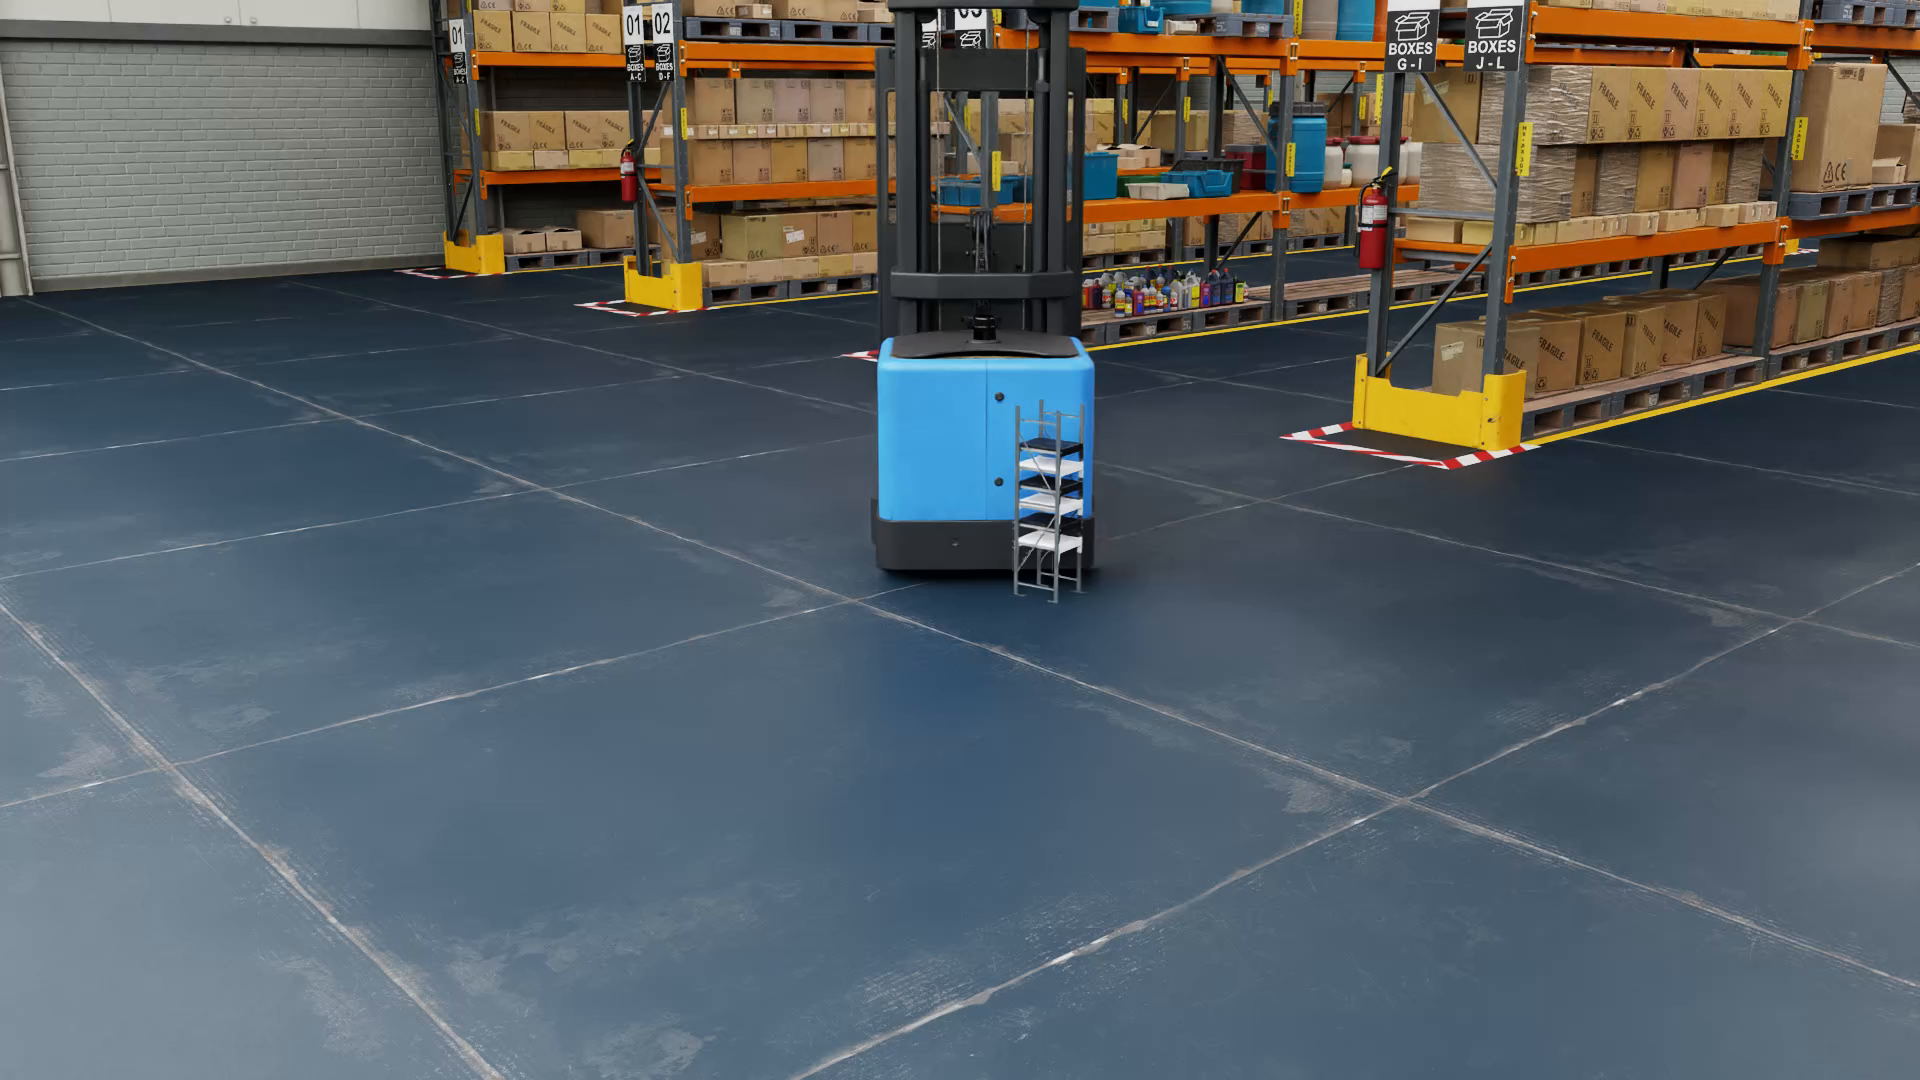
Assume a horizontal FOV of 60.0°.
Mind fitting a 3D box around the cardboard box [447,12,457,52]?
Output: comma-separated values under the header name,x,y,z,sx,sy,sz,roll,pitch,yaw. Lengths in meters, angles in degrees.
name,x,y,z,sx,sy,sz,roll,pitch,yaw
cardboard box,-6.403,-6.677,21.890,0.500,0.500,0.500,-11,18,-35

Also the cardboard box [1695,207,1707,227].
name,x,y,z,sx,sy,sz,roll,pitch,yaw
cardboard box,5.438,-2.468,12.663,0.250,0.149,0.380,-13,19,-39

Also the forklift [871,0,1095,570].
name,x,y,z,sx,sy,sz,roll,pitch,yaw
forklift,0.101,-1.596,9.045,1.130,2.935,3.031,0,15,-1

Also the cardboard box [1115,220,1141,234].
name,x,y,z,sx,sy,sz,roll,pitch,yaw
cardboard box,2.117,-4.361,22.691,0.500,0.311,0.500,-13,20,-40

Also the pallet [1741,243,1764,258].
name,x,y,z,sx,sy,sz,roll,pitch,yaw
pallet,11.374,-4.352,24.635,1.213,0.211,1.003,-13,19,-39

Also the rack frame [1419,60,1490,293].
name,x,y,z,sx,sy,sz,roll,pitch,yaw
rack frame,5.987,-4.477,19.696,0.127,3.000,1.000,-13,19,-39

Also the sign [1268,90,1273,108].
name,x,y,z,sx,sy,sz,roll,pitch,yaw
sign,5.864,-8.326,31.406,0.005,0.325,0.100,-13,19,-39

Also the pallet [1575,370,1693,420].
name,x,y,z,sx,sy,sz,roll,pitch,yaw
pallet,4.816,-1.159,12.680,1.213,0.211,1.003,-13,19,-39

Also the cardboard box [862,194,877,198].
name,x,y,z,sx,sy,sz,roll,pitch,yaw
cardboard box,-1.497,-5.556,26.276,0.500,0.250,0.500,-12,19,-38

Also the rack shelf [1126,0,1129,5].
name,x,y,z,sx,sy,sz,roll,pitch,yaw
rack shelf,4.010,-9.779,30.092,4.000,0.370,1.077,-13,19,-39

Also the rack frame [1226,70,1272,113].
name,x,y,z,sx,sy,sz,roll,pitch,yaw
rack frame,5.518,-7.760,31.991,0.127,3.000,1.000,-13,19,-39

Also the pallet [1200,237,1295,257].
name,x,y,z,sx,sy,sz,roll,pitch,yaw
pallet,4.246,-4.419,24.884,1.213,0.211,1.003,-13,19,-39

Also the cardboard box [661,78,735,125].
name,x,y,z,sx,sy,sz,roll,pitch,yaw
cardboard box,-2.897,-4.847,18.375,0.500,0.500,0.700,-13,19,-39

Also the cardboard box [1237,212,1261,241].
name,x,y,z,sx,sy,sz,roll,pitch,yaw
cardboard box,4.042,-4.642,24.306,0.500,0.500,0.500,-13,20,-40

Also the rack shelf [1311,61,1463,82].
name,x,y,z,sx,sy,sz,roll,pitch,yaw
rack shelf,7.264,-7.560,26.820,4.000,0.370,1.077,-13,19,-39

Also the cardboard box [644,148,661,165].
name,x,y,z,sx,sy,sz,roll,pitch,yaw
cardboard box,-4.443,-5.355,23.235,0.500,0.250,0.500,-13,20,-40

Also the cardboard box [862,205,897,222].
name,x,y,z,sx,sy,sz,roll,pitch,yaw
cardboard box,-0.871,-3.797,20.214,0.500,0.500,0.500,-13,19,-39

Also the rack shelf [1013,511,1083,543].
name,x,y,z,sx,sy,sz,roll,pitch,yaw
rack shelf,0.410,-0.062,7.715,0.258,0.077,0.200,10,18,33

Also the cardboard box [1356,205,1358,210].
name,x,y,z,sx,sy,sz,roll,pitch,yaw
cardboard box,6.565,-5.311,27.180,0.500,0.311,0.500,-13,19,-39

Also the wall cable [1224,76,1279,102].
name,x,y,z,sx,sy,sz,roll,pitch,yaw
wall cable,5.863,-8.652,33.361,1.851,1.984,0.084,-13,19,-39

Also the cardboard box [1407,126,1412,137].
name,x,y,z,sx,sy,sz,roll,pitch,yaw
cardboard box,7.082,-6.372,26.600,0.500,0.500,0.500,-13,20,-40

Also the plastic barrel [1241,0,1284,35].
name,x,y,z,sx,sy,sz,roll,pitch,yaw
plastic barrel,3.210,-5.619,17.189,0.708,0.901,0.600,-13,19,-39

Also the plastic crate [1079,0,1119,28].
name,x,y,z,sx,sy,sz,roll,pitch,yaw
plastic crate,1.192,-4.944,15.667,0.575,0.384,0.392,-13,19,-39

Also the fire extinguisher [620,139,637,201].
name,x,y,z,sx,sy,sz,roll,pitch,yaw
fire extinguisher,-3.691,-4.119,18.509,0.183,0.674,0.296,-13,19,-39

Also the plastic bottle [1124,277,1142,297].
name,x,y,z,sx,sy,sz,roll,pitch,yaw
plastic bottle,1.741,-2.511,16.764,0.135,0.276,0.152,-13,19,-39

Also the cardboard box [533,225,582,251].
name,x,y,z,sx,sy,sz,roll,pitch,yaw
cardboard box,-5.541,-4.160,22.868,0.500,0.311,0.500,-11,18,-35

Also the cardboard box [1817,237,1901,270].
name,x,y,z,sx,sy,sz,roll,pitch,yaw
cardboard box,8.359,-2.668,15.465,0.500,0.250,0.500,-10,18,-33

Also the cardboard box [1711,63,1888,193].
name,x,y,z,sx,sy,sz,roll,pitch,yaw
cardboard box,6.912,-3.435,13.820,1.000,1.000,1.000,-12,19,-39

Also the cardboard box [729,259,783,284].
name,x,y,z,sx,sy,sz,roll,pitch,yaw
cardboard box,-2.372,-3.094,19.034,0.500,0.250,0.500,-13,19,-39

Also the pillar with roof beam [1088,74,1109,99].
name,x,y,z,sx,sy,sz,roll,pitch,yaw
pillar with roof beam,5.287,-9.430,26.616,0.400,9.000,9.100,-13,19,-39

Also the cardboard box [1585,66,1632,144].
name,x,y,z,sx,sy,sz,roll,pitch,yaw
cardboard box,4.178,-2.956,11.295,0.500,0.500,0.500,-13,19,-39

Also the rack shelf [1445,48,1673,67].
name,x,y,z,sx,sy,sz,roll,pitch,yaw
rack shelf,7.495,-5.917,20.671,4.000,0.370,1.077,-13,19,-39

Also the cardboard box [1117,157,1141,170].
name,x,y,z,sx,sy,sz,roll,pitch,yaw
cardboard box,2.241,-5.114,22.570,0.250,0.149,0.380,-13,19,-39

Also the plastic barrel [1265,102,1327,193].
name,x,y,z,sx,sy,sz,roll,pitch,yaw
plastic barrel,3.459,-4.048,17.119,0.708,0.901,0.600,-13,19,-39

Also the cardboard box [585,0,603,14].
name,x,y,z,sx,sy,sz,roll,pitch,yaw
cardboard box,-5.223,-7.422,22.740,0.500,0.500,0.500,-13,20,-39

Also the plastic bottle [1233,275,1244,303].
name,x,y,z,sx,sy,sz,roll,pitch,yaw
plastic bottle,2.823,-2.553,16.908,0.133,0.283,0.061,-11,19,-37

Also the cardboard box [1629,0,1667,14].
name,x,y,z,sx,sy,sz,roll,pitch,yaw
cardboard box,4.497,-3.737,11.405,0.500,0.250,0.500,-13,20,-40

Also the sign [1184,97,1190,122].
name,x,y,z,sx,sy,sz,roll,pitch,yaw
sign,3.105,-5.893,22.757,0.005,0.325,0.100,-13,19,-39

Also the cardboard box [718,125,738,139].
name,x,y,z,sx,sy,sz,roll,pitch,yaw
cardboard box,-2.662,-4.518,18.400,0.250,0.149,0.380,-13,20,-41

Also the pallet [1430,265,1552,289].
name,x,y,z,sx,sy,sz,roll,pitch,yaw
pallet,6.554,-3.271,20.587,1.213,0.211,1.003,-13,19,-39

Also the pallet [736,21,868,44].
name,x,y,z,sx,sy,sz,roll,pitch,yaw
pallet,-1.826,-5.815,19.067,1.213,0.211,1.003,-13,19,-39

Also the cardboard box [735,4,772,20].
name,x,y,z,sx,sy,sz,roll,pitch,yaw
cardboard box,-2.294,-5.850,18.426,0.250,0.149,0.380,-13,19,-39

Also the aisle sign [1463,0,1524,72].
name,x,y,z,sx,sy,sz,roll,pitch,yaw
aisle sign,3.353,-3.344,10.420,0.004,0.787,0.394,-13,19,-39

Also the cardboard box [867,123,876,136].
name,x,y,z,sx,sy,sz,roll,pitch,yaw
cardboard box,-1.113,-4.866,19.703,0.250,0.149,0.380,-13,20,-40

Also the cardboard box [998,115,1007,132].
name,x,y,z,sx,sy,sz,roll,pitch,yaw
cardboard box,0.419,-6.726,27.310,0.500,0.500,0.500,-12,19,-38

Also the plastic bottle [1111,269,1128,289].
name,x,y,z,sx,sy,sz,roll,pitch,yaw
plastic bottle,1.625,-2.572,16.846,0.185,0.351,0.144,-13,20,-40

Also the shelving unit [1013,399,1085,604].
name,x,y,z,sx,sy,sz,roll,pitch,yaw
shelving unit,0.410,-0.181,7.683,0.258,0.900,0.210,10,18,33

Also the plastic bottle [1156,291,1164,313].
name,x,y,z,sx,sy,sz,roll,pitch,yaw
plastic bottle,1.933,-2.320,16.194,0.097,0.201,0.097,0,15,0

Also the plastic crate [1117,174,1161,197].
name,x,y,z,sx,sy,sz,roll,pitch,yaw
plastic crate,1.760,-3.522,16.532,0.662,0.188,0.450,-13,19,-39

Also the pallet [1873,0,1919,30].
name,x,y,z,sx,sy,sz,roll,pitch,yaw
pallet,7.536,-4.453,14.161,1.003,0.211,1.213,-13,19,-39

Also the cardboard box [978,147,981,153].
name,x,y,z,sx,sy,sz,roll,pitch,yaw
cardboard box,0.336,-6.374,27.247,0.250,0.149,0.380,-12,19,-38

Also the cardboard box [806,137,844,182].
name,x,y,z,sx,sy,sz,roll,pitch,yaw
cardboard box,-1.771,-4.474,19.493,0.500,0.500,0.700,-12,19,-38

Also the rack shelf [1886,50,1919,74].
name,x,y,z,sx,sy,sz,roll,pitch,yaw
rack shelf,10.747,-4.953,17.061,4.000,0.370,1.077,-13,19,-39

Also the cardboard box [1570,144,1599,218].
name,x,y,z,sx,sy,sz,roll,pitch,yaw
cardboard box,3.934,-2.545,11.695,0.500,0.500,0.875,-13,19,-39

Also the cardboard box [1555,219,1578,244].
name,x,y,z,sx,sy,sz,roll,pitch,yaw
cardboard box,3.974,-2.116,11.345,0.250,0.149,0.380,-13,19,-39
